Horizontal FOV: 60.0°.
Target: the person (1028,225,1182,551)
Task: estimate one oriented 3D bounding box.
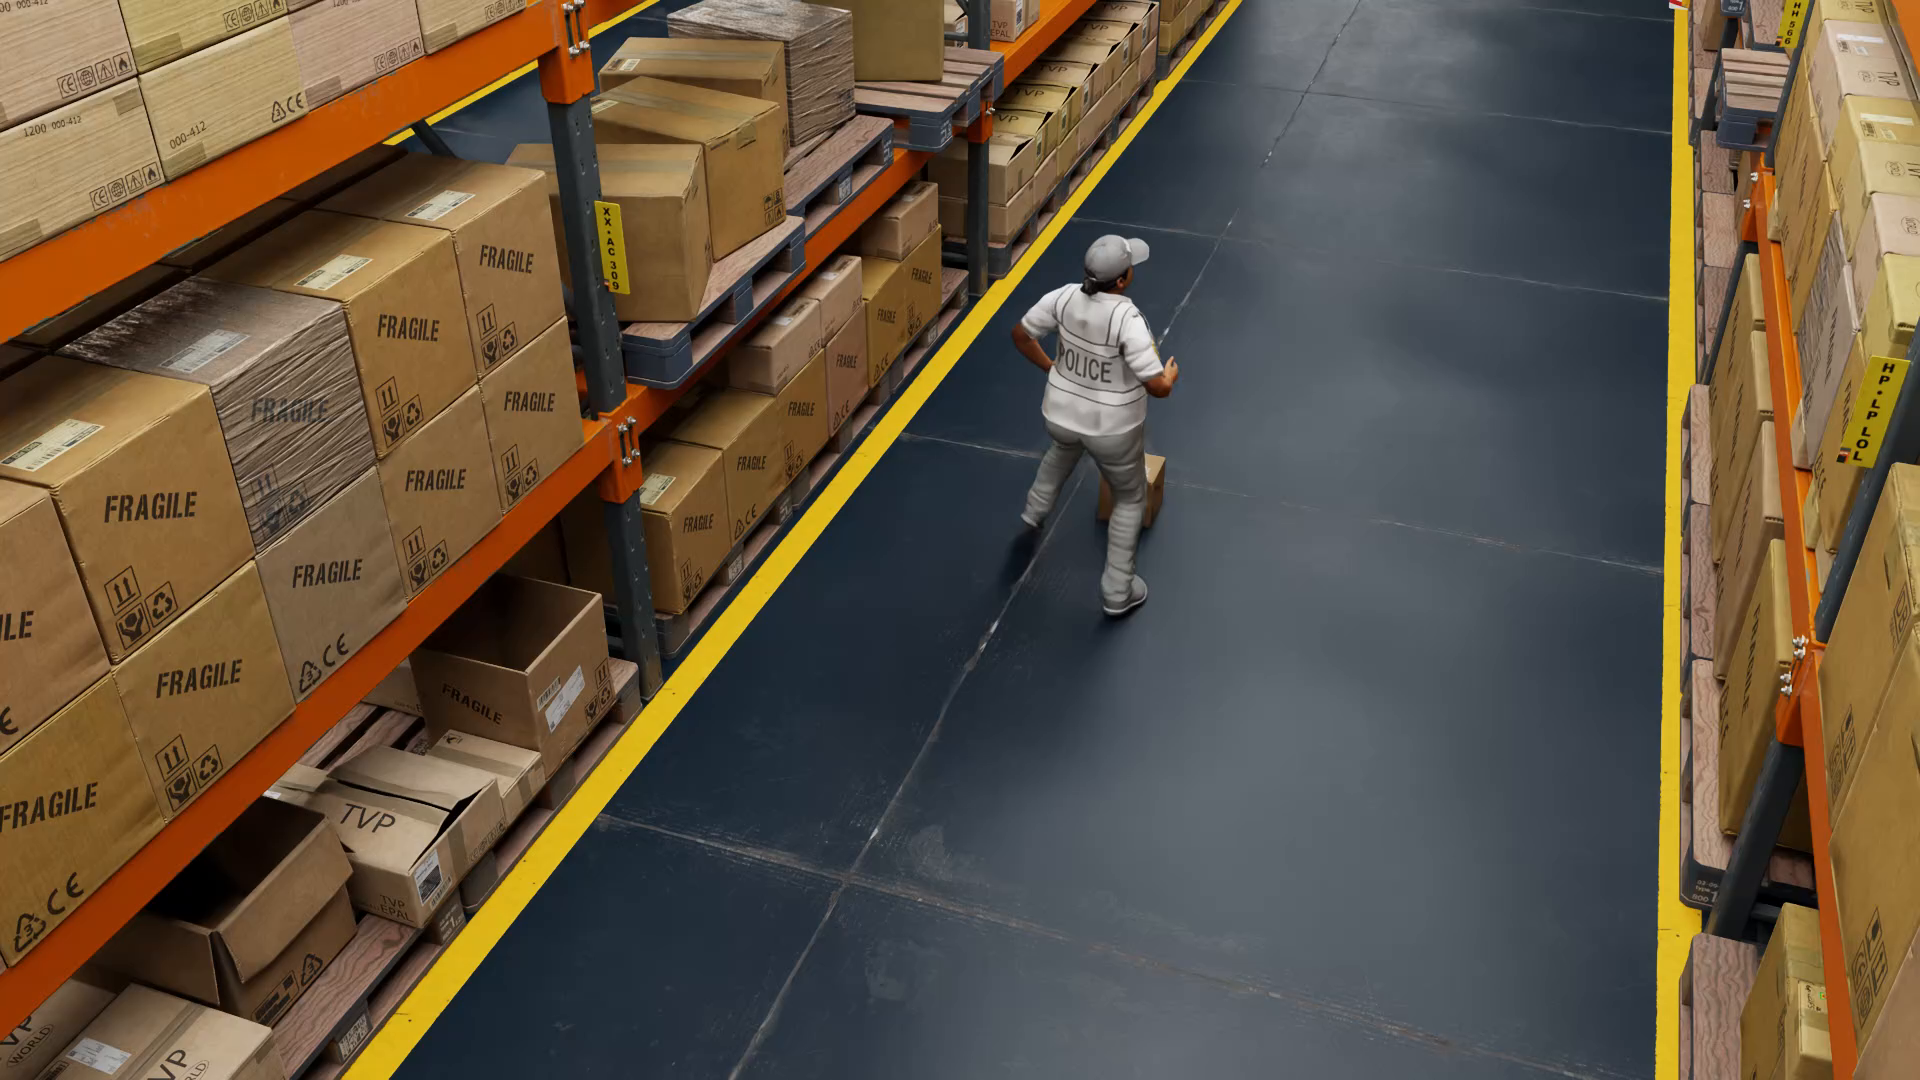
[{"bbox_3d":[0.646,-0.618,7.037,0.691,1.560,0.459,16,37,22],"label":"person"}]
